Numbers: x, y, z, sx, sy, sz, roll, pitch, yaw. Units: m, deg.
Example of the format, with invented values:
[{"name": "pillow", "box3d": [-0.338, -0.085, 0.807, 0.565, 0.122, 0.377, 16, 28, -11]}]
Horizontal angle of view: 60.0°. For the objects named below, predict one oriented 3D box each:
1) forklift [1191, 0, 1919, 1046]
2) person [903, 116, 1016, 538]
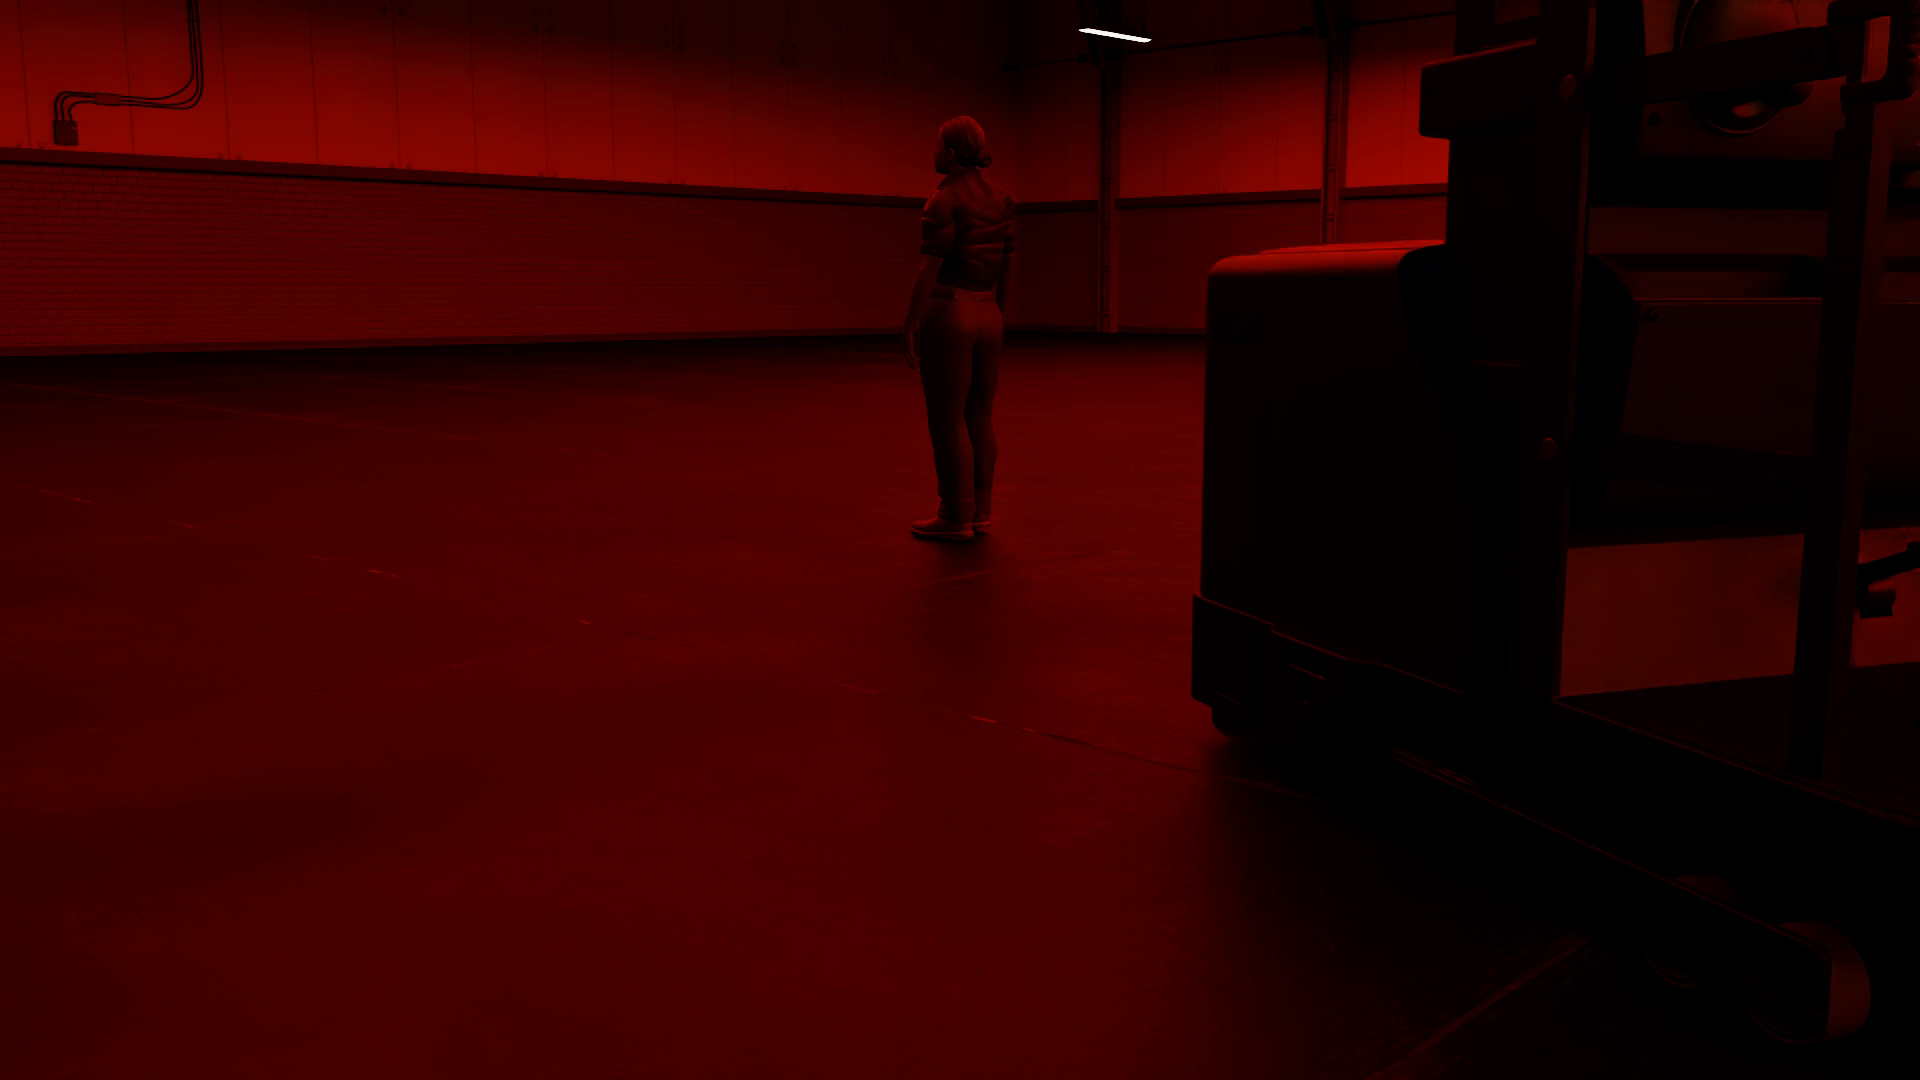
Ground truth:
[{"name": "forklift", "box3d": [1.510, -0.841, 2.459, 1.130, 2.935, 3.031, -3, 9, -20]}, {"name": "person", "box3d": [-0.050, -0.836, 6.667, 0.503, 1.656, 0.570, 8, 12, 43]}]
